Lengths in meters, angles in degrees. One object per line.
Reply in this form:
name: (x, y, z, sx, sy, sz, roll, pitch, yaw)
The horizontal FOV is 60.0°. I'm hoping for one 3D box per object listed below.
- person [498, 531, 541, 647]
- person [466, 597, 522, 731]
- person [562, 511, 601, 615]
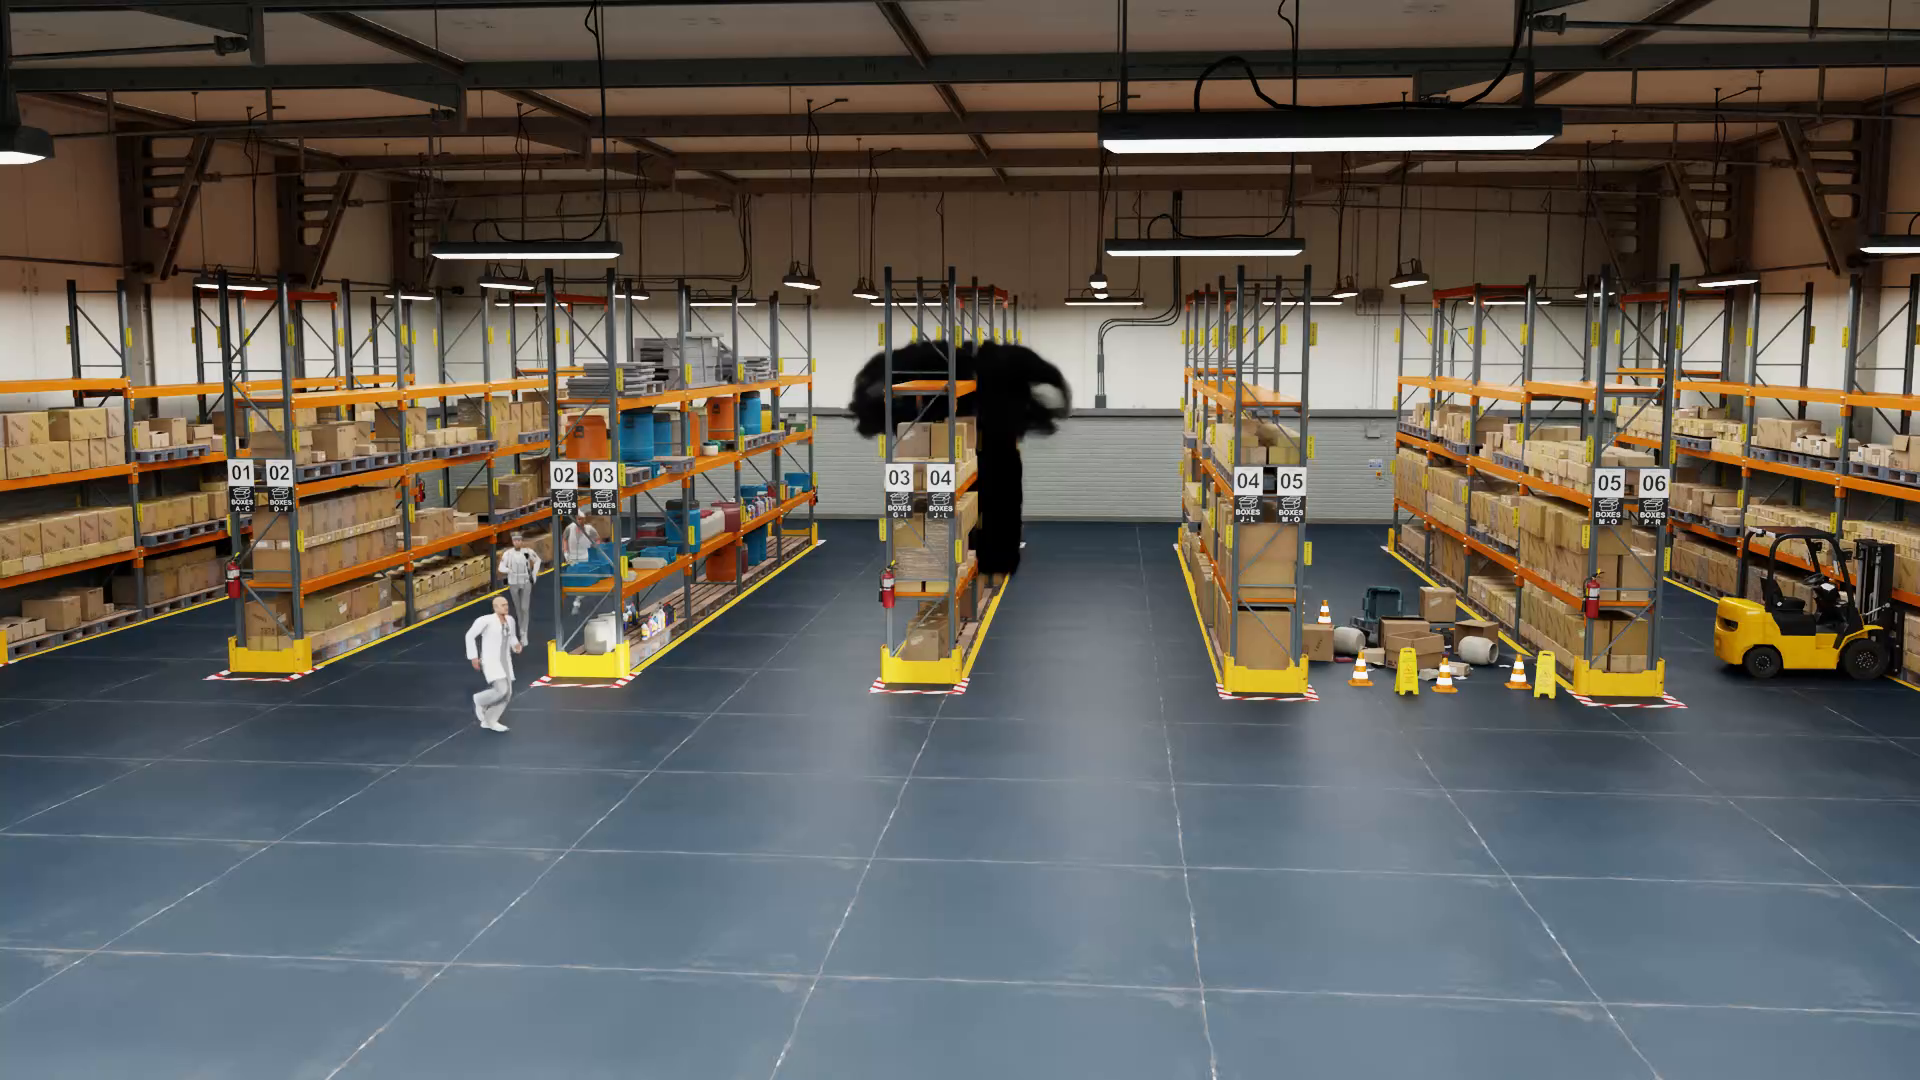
person: (-6.855, 0.737, 25.880, 0.598, 1.753, 0.740, 0, 7, -2)
person: (-5.892, 1.581, 21.213, 0.672, 1.731, 0.702, 4, 8, 31)
person: (-6.574, 0.357, 28.918, 0.663, 1.788, 0.955, 0, 7, 4)
